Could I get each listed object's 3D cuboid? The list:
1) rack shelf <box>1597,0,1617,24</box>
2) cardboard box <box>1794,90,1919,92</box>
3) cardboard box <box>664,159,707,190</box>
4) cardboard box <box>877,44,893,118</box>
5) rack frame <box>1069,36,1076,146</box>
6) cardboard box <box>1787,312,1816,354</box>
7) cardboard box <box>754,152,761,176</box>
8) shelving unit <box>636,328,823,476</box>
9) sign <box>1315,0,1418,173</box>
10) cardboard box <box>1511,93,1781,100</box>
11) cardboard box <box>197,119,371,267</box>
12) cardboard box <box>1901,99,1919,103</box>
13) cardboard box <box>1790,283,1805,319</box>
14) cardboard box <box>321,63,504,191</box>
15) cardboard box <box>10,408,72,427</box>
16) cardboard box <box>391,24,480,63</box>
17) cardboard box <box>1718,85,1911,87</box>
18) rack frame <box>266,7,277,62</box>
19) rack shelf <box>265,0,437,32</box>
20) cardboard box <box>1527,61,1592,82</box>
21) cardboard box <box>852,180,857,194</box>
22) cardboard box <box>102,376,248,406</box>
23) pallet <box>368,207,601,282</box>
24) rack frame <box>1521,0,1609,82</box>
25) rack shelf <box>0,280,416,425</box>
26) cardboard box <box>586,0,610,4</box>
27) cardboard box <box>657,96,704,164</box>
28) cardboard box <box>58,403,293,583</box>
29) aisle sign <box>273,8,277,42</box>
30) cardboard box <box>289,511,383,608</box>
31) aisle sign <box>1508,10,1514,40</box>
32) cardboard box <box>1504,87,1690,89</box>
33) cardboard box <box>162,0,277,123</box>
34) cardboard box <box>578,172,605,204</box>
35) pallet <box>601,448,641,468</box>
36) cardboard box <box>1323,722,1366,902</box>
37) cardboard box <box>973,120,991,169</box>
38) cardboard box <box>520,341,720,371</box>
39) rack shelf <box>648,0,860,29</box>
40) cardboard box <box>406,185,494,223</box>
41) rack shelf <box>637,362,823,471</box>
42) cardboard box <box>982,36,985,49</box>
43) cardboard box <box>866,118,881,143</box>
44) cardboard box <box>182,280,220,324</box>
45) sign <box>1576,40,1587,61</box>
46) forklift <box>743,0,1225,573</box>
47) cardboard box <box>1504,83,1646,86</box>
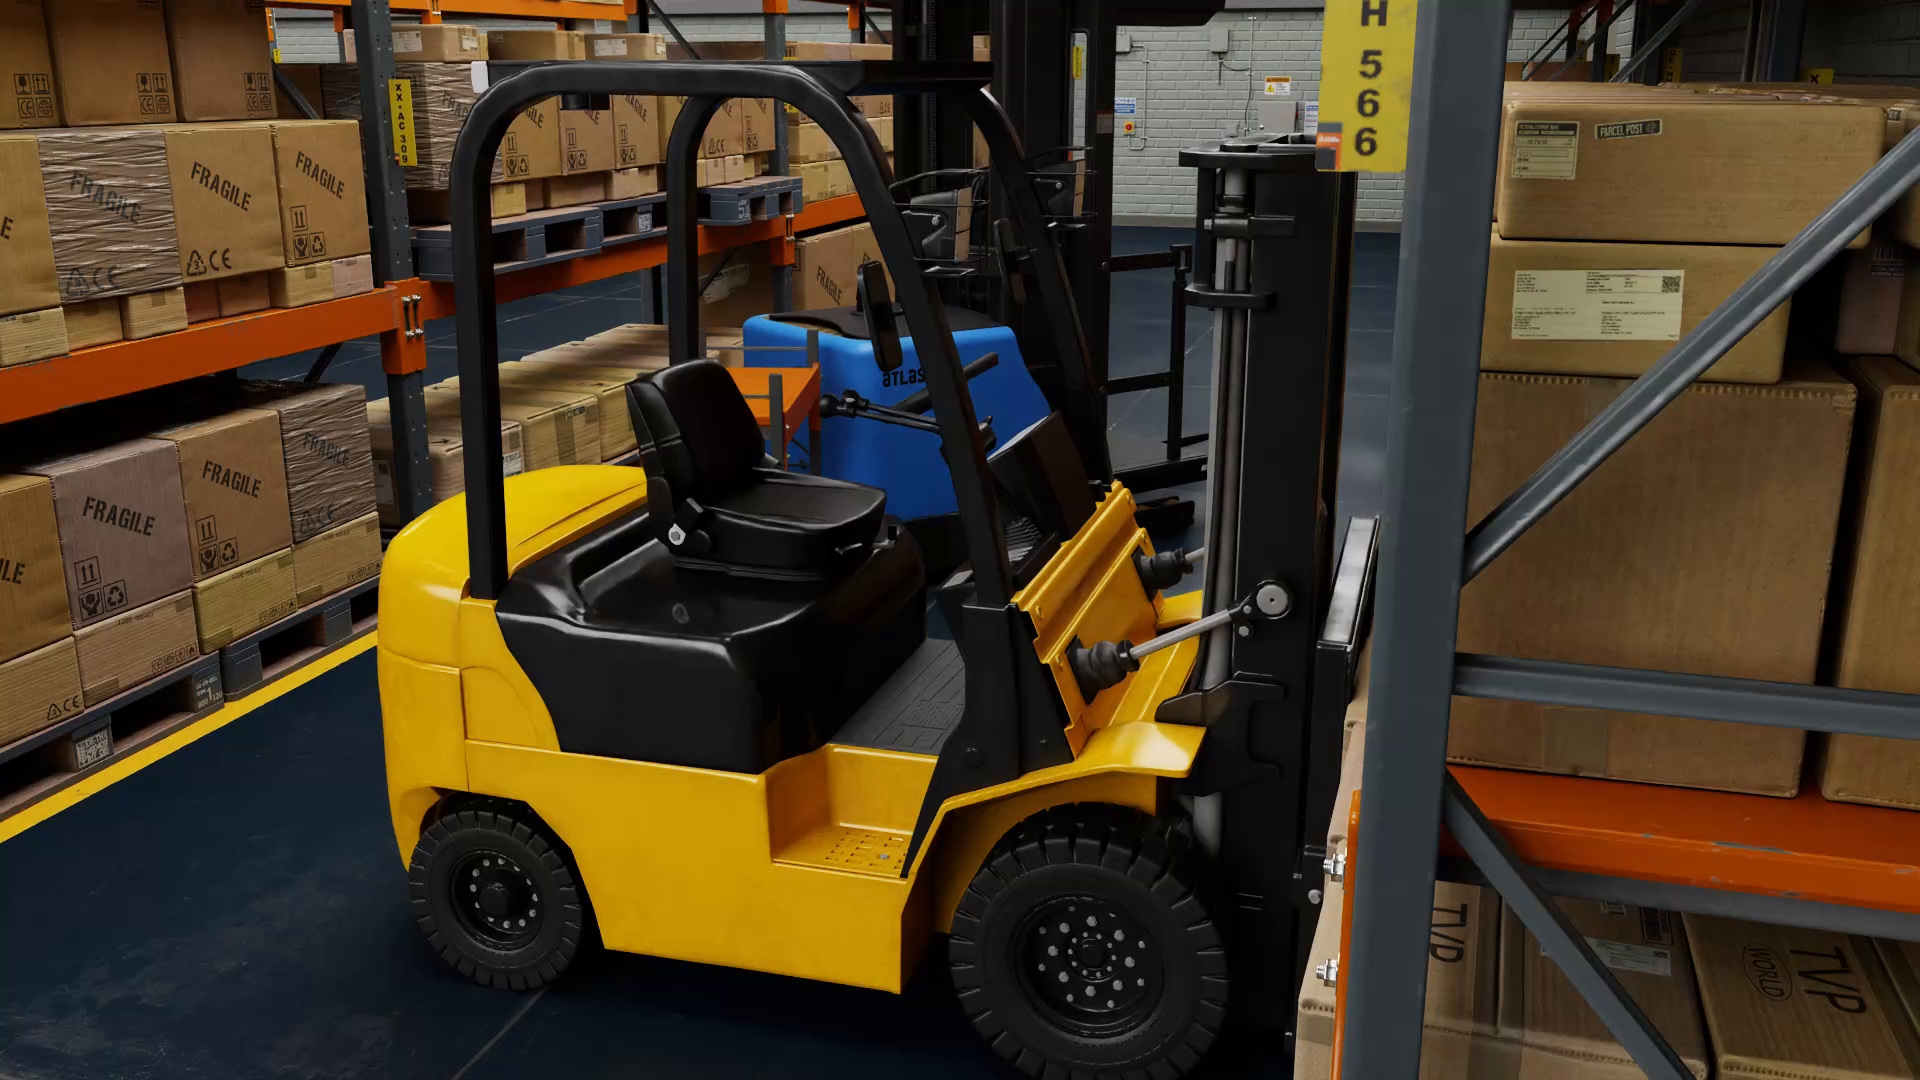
[{"bbox_3d":[3.772,-3.530,10.598,1.077,0.370,4.000,5,16,16],"label":"rack shelf"},{"bbox_3d":[1.703,-0.723,2.963,0.380,0.149,0.250,4,16,15],"label":"cardboard box"},{"bbox_3d":[-1.604,-1.987,9.029,0.380,0.149,0.250,5,17,17],"label":"cardboard box"},{"bbox_3d":[-0.742,-3.329,12.053,0.500,0.500,0.500,5,17,17],"label":"cardboard box"},{"bbox_3d":[0.717,-4.386,17.797,1.000,3.000,0.127,5,16,16],"label":"rack frame"},{"bbox_3d":[1.464,-0.111,2.539,0.500,0.500,0.500,5,17,18],"label":"cardboard box"},{"bbox_3d":[-1.424,-2.271,10.028,0.380,0.149,0.250,5,17,18],"label":"cardboard box"},{"bbox_3d":[-0.843,-0.169,6.364,0.538,1.125,1.048,1,16,2],"label":"shelving unit"},{"bbox_3d":[0.414,-0.533,1.656,0.100,0.325,0.005,5,16,16],"label":"sign"},{"bbox_3d":[1.061,-0.627,2.624,0.380,0.149,0.250,5,17,16],"label":"cardboard box"},{"bbox_3d":[-2.581,-1.303,6.196,0.500,0.500,0.500,4,16,14],"label":"cardboard box"},{"bbox_3d":[1.366,-0.456,2.022,0.380,0.149,0.250,5,17,18],"label":"cardboard box"},{"bbox_3d":[1.363,-0.381,2.302,0.380,0.149,0.250,4,16,15],"label":"cardboard box"},{"bbox_3d":[-2.285,-1.741,6.971,0.500,0.500,0.500,5,17,17],"label":"cardboard box"},{"bbox_3d":[-3.357,-0.503,5.812,0.380,0.149,0.250,5,17,18],"label":"cardboard box"},{"bbox_3d":[-2.221,-2.048,6.865,0.380,0.149,0.250,5,16,16],"label":"cardboard box"},{"bbox_3d":[1.988,-0.990,3.905,0.380,0.149,0.250,4,16,15],"label":"cardboard box"},{"bbox_3d":[-8.784,-5.155,20.506,1.000,3.000,0.127,5,16,16],"label":"rack frame"},{"bbox_3d":[-5.763,-4.271,13.212,1.077,0.370,4.000,5,16,16],"label":"rack shelf"},{"bbox_3d":[5.019,-3.757,13.932,0.500,0.500,0.500,4,16,14],"label":"cardboard box"},{"bbox_3d":[-0.893,-2.602,11.782,0.500,0.250,0.500,5,17,18],"label":"cardboard box"},{"bbox_3d":[-3.120,-0.353,6.473,0.500,0.500,0.500,5,17,19],"label":"cardboard box"},{"bbox_3d":[-2.337,-1.343,7.420,1.003,0.211,1.213,5,16,16],"label":"pallet"},{"bbox_3d":[4.340,-2.956,12.754,1.000,3.000,0.127,5,16,16],"label":"rack frame"},{"bbox_3d":[-3.262,-0.378,4.982,1.077,0.370,4.000,5,16,16],"label":"rack shelf"},{"bbox_3d":[-4.071,-5.841,17.704,0.500,0.250,0.500,5,16,16],"label":"cardboard box"},{"bbox_3d":[-1.698,-2.278,8.865,0.500,0.500,0.500,3,16,12],"label":"cardboard box"},{"bbox_3d":[-2.747,-0.178,5.855,0.500,0.500,0.500,5,17,17],"label":"cardboard box"},{"bbox_3d":[-8.476,-6.401,20.136,0.394,0.787,0.004,5,16,16],"label":"aisle sign"},{"bbox_3d":[-2.604,0.049,6.427,0.500,0.250,0.500,5,17,18],"label":"cardboard box"},{"bbox_3d":[5.215,-5.294,16.232,0.394,0.787,0.004,5,16,16],"label":"aisle sign"},{"bbox_3d":[1.348,-0.896,3.574,0.380,0.149,0.250,5,16,16],"label":"cardboard box"},{"bbox_3d":[-3.026,-1.821,6.191,0.700,0.500,0.500,4,16,15],"label":"cardboard box"},{"bbox_3d":[-1.961,-1.721,8.092,0.380,0.149,0.250,5,17,16],"label":"cardboard box"},{"bbox_3d":[-2.129,-0.429,8.956,1.003,0.211,1.213,5,16,16],"label":"pallet"},{"bbox_3d":[0.901,0.545,2.849,0.500,0.250,0.500,5,17,17],"label":"cardboard box"},{"bbox_3d":[-0.035,-3.490,14.455,0.500,0.500,0.500,5,17,18],"label":"cardboard box"},{"bbox_3d":[-1.929,-0.890,9.518,0.950,0.372,0.625,4,16,15],"label":"cardboard box"},{"bbox_3d":[-0.988,-3.914,11.951,1.077,0.370,4.000,5,16,16],"label":"rack shelf"},{"bbox_3d":[-2.233,-1.448,7.129,0.380,0.149,0.250,5,17,17],"label":"cardboard box"},{"bbox_3d":[-0.843,-0.451,6.285,0.538,0.278,1.000,1,16,2],"label":"rack shelf"},{"bbox_3d":[0.008,-4.382,14.577,0.380,0.149,0.250,4,16,15],"label":"cardboard box"},{"bbox_3d":[-0.874,-2.840,11.703,0.500,0.250,0.500,5,16,16],"label":"cardboard box"},{"bbox_3d":[-2.790,-0.826,5.706,0.380,0.149,0.250,4,16,15],"label":"cardboard box"},{"bbox_3d":[6.003,-4.663,16.072,0.100,0.325,0.005,5,16,16],"label":"sign"},{"bbox_3d":[0.504,-1.511,7.786,3.031,2.935,1.130,-11,19,-35],"label":"forklift"},{"bbox_3d":[1.640,-1.163,4.516,0.380,0.149,0.250,4,16,15],"label":"cardboard box"}]
